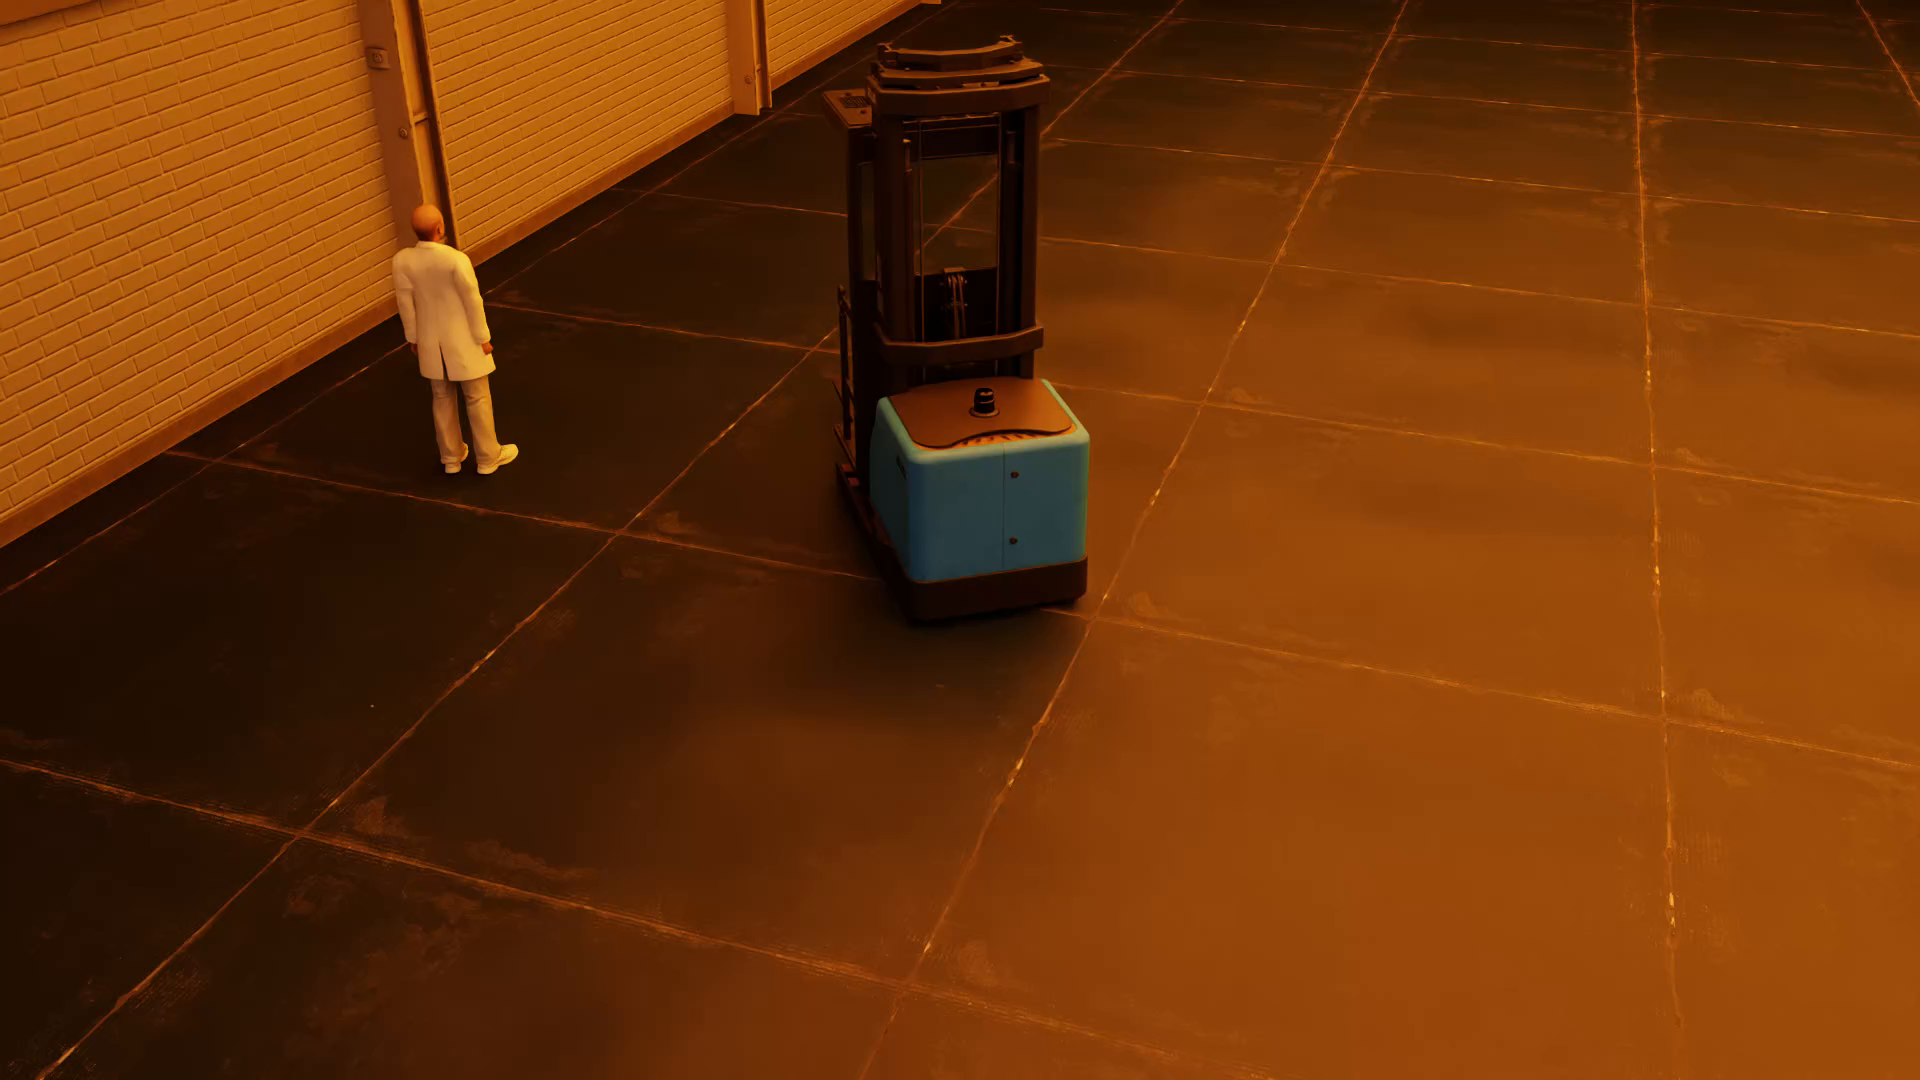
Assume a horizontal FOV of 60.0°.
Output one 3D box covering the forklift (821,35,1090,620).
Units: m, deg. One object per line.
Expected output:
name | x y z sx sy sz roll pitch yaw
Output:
forklift | -0.165 -1.548 9.852 1.130 2.935 3.031 -8 31 -13

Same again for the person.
person | -3.222 -1.281 10.545 0.551 1.782 0.392 4 30 7
